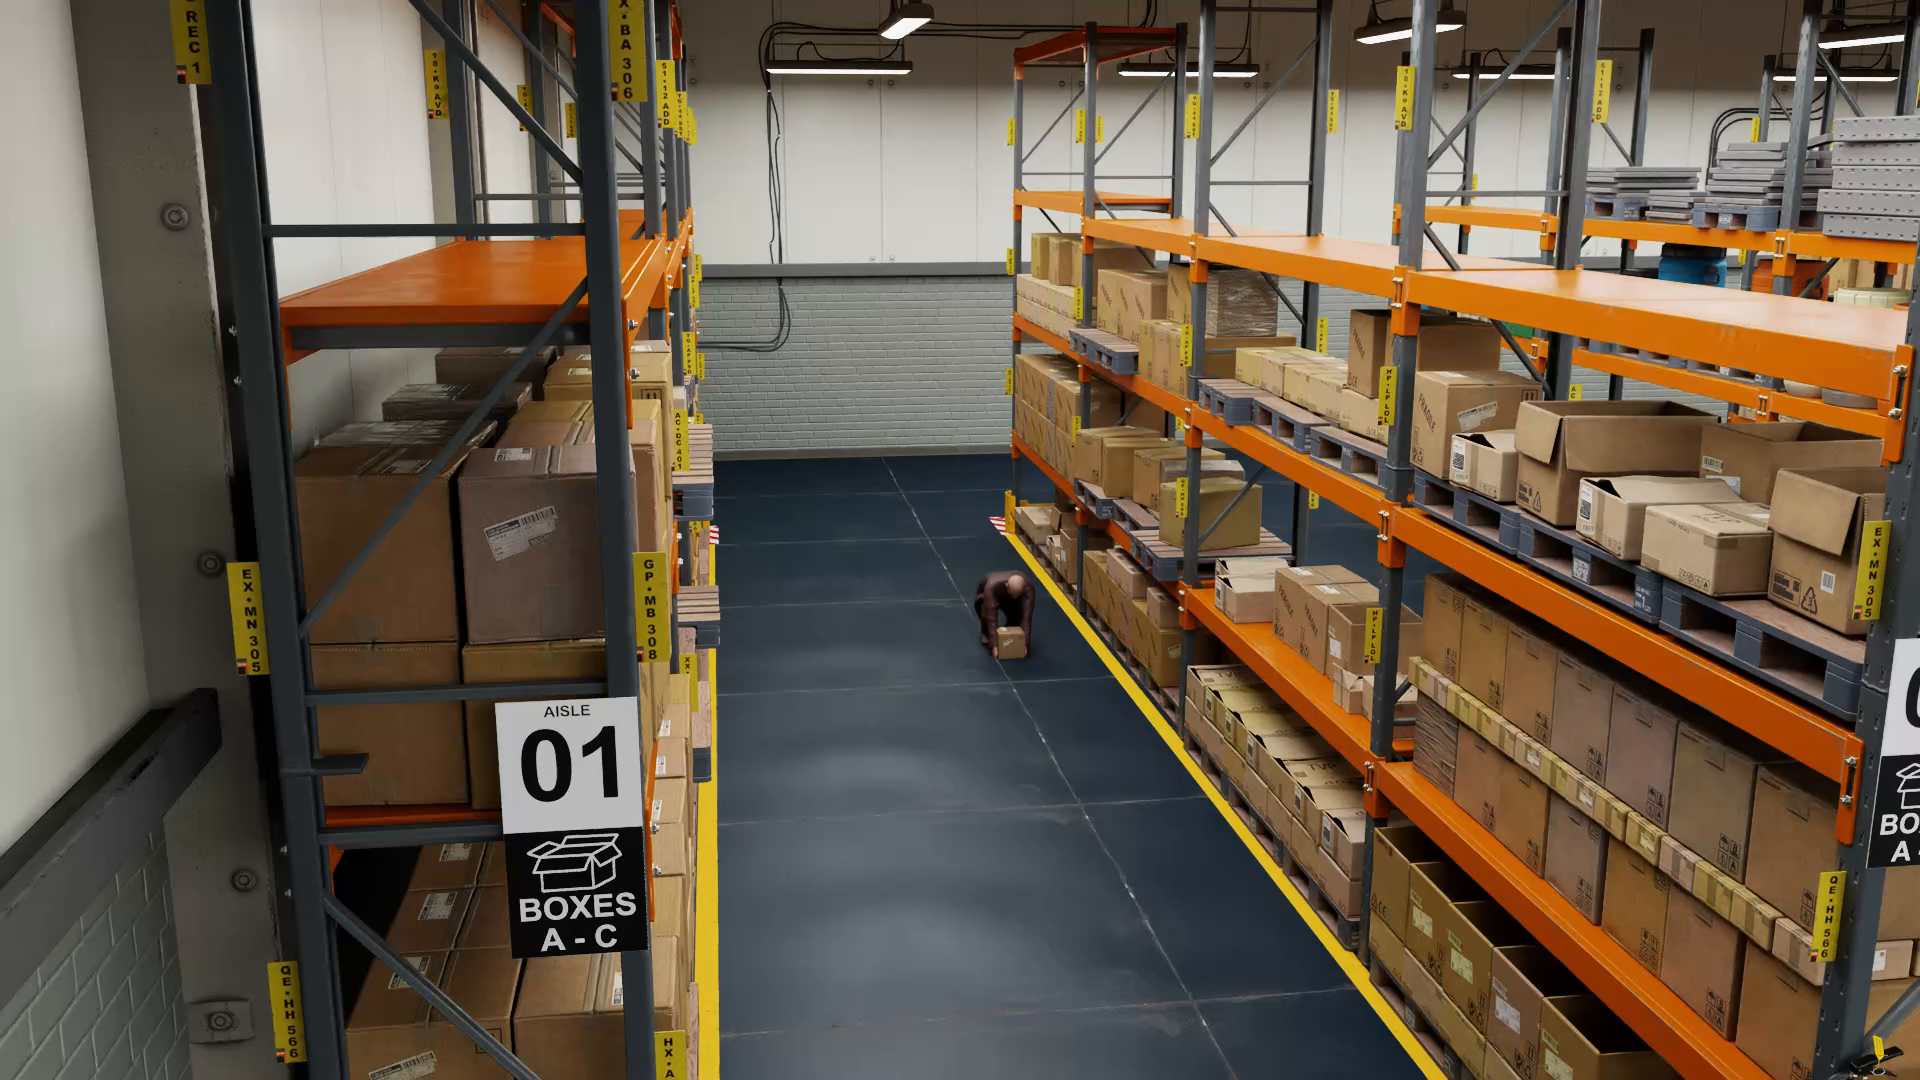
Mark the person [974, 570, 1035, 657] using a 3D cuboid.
[{"bbox_3d":[0.434,0.686,16.378,0.580,0.874,0.921,-2,13,-9],"label":"person"}]
